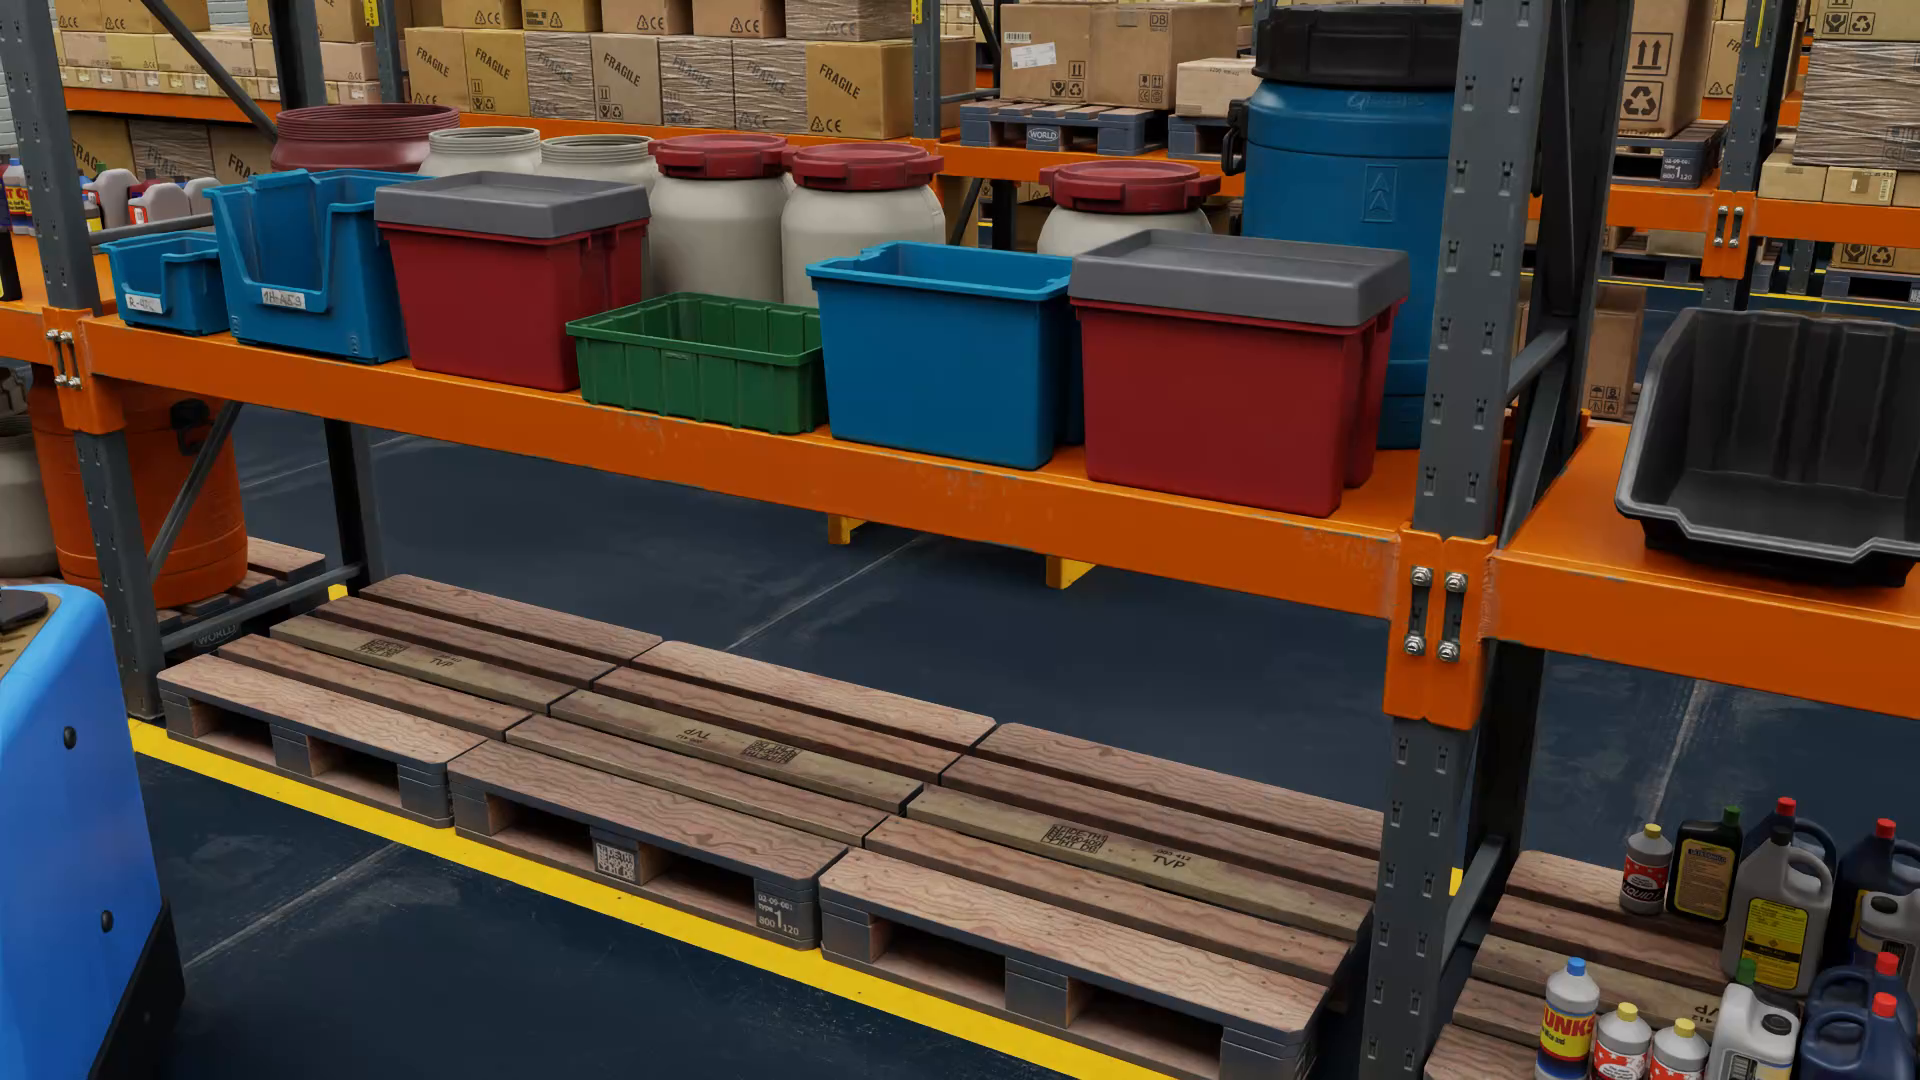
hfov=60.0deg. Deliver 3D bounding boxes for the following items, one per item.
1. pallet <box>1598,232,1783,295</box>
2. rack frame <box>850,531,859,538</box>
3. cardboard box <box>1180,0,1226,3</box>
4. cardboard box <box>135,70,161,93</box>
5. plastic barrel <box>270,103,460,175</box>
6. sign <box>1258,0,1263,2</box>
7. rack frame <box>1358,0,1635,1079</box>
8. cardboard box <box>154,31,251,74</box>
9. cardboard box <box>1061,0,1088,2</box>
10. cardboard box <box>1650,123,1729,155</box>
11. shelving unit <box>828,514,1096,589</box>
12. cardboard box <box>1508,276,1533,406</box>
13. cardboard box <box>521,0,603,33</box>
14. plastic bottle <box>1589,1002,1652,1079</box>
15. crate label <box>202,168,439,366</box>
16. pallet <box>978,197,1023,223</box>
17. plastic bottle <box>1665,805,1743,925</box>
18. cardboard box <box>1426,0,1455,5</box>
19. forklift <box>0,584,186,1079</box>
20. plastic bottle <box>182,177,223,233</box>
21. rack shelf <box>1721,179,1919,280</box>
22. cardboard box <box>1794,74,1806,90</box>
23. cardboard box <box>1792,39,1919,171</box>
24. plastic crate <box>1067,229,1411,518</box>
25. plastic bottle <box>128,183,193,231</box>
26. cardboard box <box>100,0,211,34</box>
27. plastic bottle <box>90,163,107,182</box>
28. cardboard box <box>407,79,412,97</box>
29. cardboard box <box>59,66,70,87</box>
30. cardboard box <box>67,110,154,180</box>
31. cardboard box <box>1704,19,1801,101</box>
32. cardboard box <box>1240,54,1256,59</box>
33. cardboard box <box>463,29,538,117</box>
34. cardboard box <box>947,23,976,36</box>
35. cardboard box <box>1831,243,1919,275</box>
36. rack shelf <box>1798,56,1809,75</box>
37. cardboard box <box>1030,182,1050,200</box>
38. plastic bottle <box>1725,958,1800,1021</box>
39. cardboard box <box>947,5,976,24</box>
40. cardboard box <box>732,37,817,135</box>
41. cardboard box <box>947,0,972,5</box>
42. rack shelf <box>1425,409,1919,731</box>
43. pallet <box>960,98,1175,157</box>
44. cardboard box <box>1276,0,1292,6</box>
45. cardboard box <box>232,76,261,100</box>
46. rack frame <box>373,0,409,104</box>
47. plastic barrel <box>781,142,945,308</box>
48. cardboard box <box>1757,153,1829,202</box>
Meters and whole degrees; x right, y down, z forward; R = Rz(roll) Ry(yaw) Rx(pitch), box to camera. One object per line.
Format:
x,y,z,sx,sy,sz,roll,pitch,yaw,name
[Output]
5.333,-2.052,12.212,1.213,0.211,1.003,11,23,27,pallet
-0.369,-0.775,6.803,0.032,1.500,0.500,11,23,27,rack frame
1.900,-4.226,12.997,0.250,0.149,0.380,10,22,25,cardboard box
-5.667,-3.304,11.943,0.250,0.149,0.380,11,22,27,cardboard box
-1.818,-1.065,5.202,0.708,0.536,0.600,11,23,27,plastic barrel
2.295,-4.266,12.645,0.005,0.325,0.100,11,23,27,sign
1.121,-0.322,3.355,0.127,3.000,1.000,11,23,27,rack frame
-5.301,-3.447,11.754,0.500,0.250,0.500,10,22,26,cardboard box
1.011,-4.397,13.468,0.250,0.149,0.380,11,23,27,cardboard box
7.281,-3.914,16.495,0.625,0.372,0.950,12,23,31,cardboard box
0.067,-0.692,6.574,1.083,1.500,0.587,11,23,27,shelving unit
2.604,-1.022,8.305,0.500,0.500,0.700,11,22,27,cardboard box
-2.293,-3.425,10.290,0.637,0.503,0.797,11,23,28,cardboard box
1.274,0.987,3.205,0.097,0.201,0.097,0,20,0,plastic bottle
-1.636,-0.759,4.506,0.616,0.435,0.502,11,23,27,crate label
0.809,-2.945,14.674,1.213,0.211,1.003,11,23,27,pallet
1.702,0.729,3.794,0.133,0.283,0.061,12,23,30,plastic bottle
3.830,-4.193,12.413,0.500,0.500,0.700,10,22,26,cardboard box
-3.160,-0.023,2.631,3.031,2.935,1.130,-4,20,-11,forklift
-2.591,-1.098,5.674,0.135,0.276,0.152,11,23,27,plastic bottle
5.282,-1.126,6.626,4.000,0.370,1.077,11,23,27,rack shelf
10.326,-5.390,20.192,0.625,0.625,0.875,12,23,30,cardboard box
3.899,-1.891,7.095,0.500,0.500,0.875,11,23,27,cardboard box
0.549,-0.342,3.315,0.583,0.464,0.402,11,23,27,plastic crate
-2.666,-1.052,5.549,0.135,0.276,0.152,11,23,27,plastic bottle
-5.761,-3.887,11.865,0.500,0.500,0.500,10,22,26,cardboard box
-3.090,-1.214,5.984,0.133,0.283,0.061,11,23,27,plastic bottle
-3.773,-3.201,11.660,0.250,0.149,0.380,10,22,26,cardboard box
-6.566,-3.475,12.414,0.250,0.149,0.380,10,22,27,cardboard box
-6.342,-2.909,12.985,0.875,0.875,0.875,11,23,27,cardboard box
5.457,-3.311,11.447,0.500,0.500,0.500,11,22,27,cardboard box
1.632,-2.400,8.662,0.258,0.266,0.396,10,22,26,cardboard box
-2.729,-2.940,10.425,0.500,0.500,0.500,11,23,27,cardboard box
0.081,-4.293,14.053,0.250,0.149,0.380,10,22,25,cardboard box
6.558,-2.330,11.389,0.875,0.875,0.875,11,23,28,cardboard box
6.623,-4.742,16.593,4.000,0.370,1.077,11,23,27,rack shelf
0.928,-3.146,14.190,0.500,0.500,0.500,10,22,25,cardboard box
1.532,0.945,3.200,0.133,0.283,0.061,11,23,27,plastic bottle
0.095,-4.431,13.999,0.250,0.149,0.380,12,23,29,cardboard box
-0.940,-2.602,9.493,0.500,0.500,0.500,11,22,27,cardboard box
0.088,-4.571,13.948,0.250,0.149,0.380,11,22,27,cardboard box
2.867,0.348,2.561,4.000,0.370,1.077,11,23,27,rack shelf
0.718,-2.285,9.047,1.003,0.211,1.213,11,23,27,pallet
3.424,-5.745,17.791,0.500,0.250,0.500,10,22,26,cardboard box
-4.773,-3.134,11.473,0.250,0.149,0.380,11,23,28,cardboard box
-3.448,-3.127,11.088,0.127,3.000,1.000,11,23,27,rack frame
-0.248,-0.733,4.287,0.433,0.535,0.433,0,20,0,plastic barrel
3.577,-1.554,7.118,0.250,0.149,0.380,11,23,27,cardboard box
